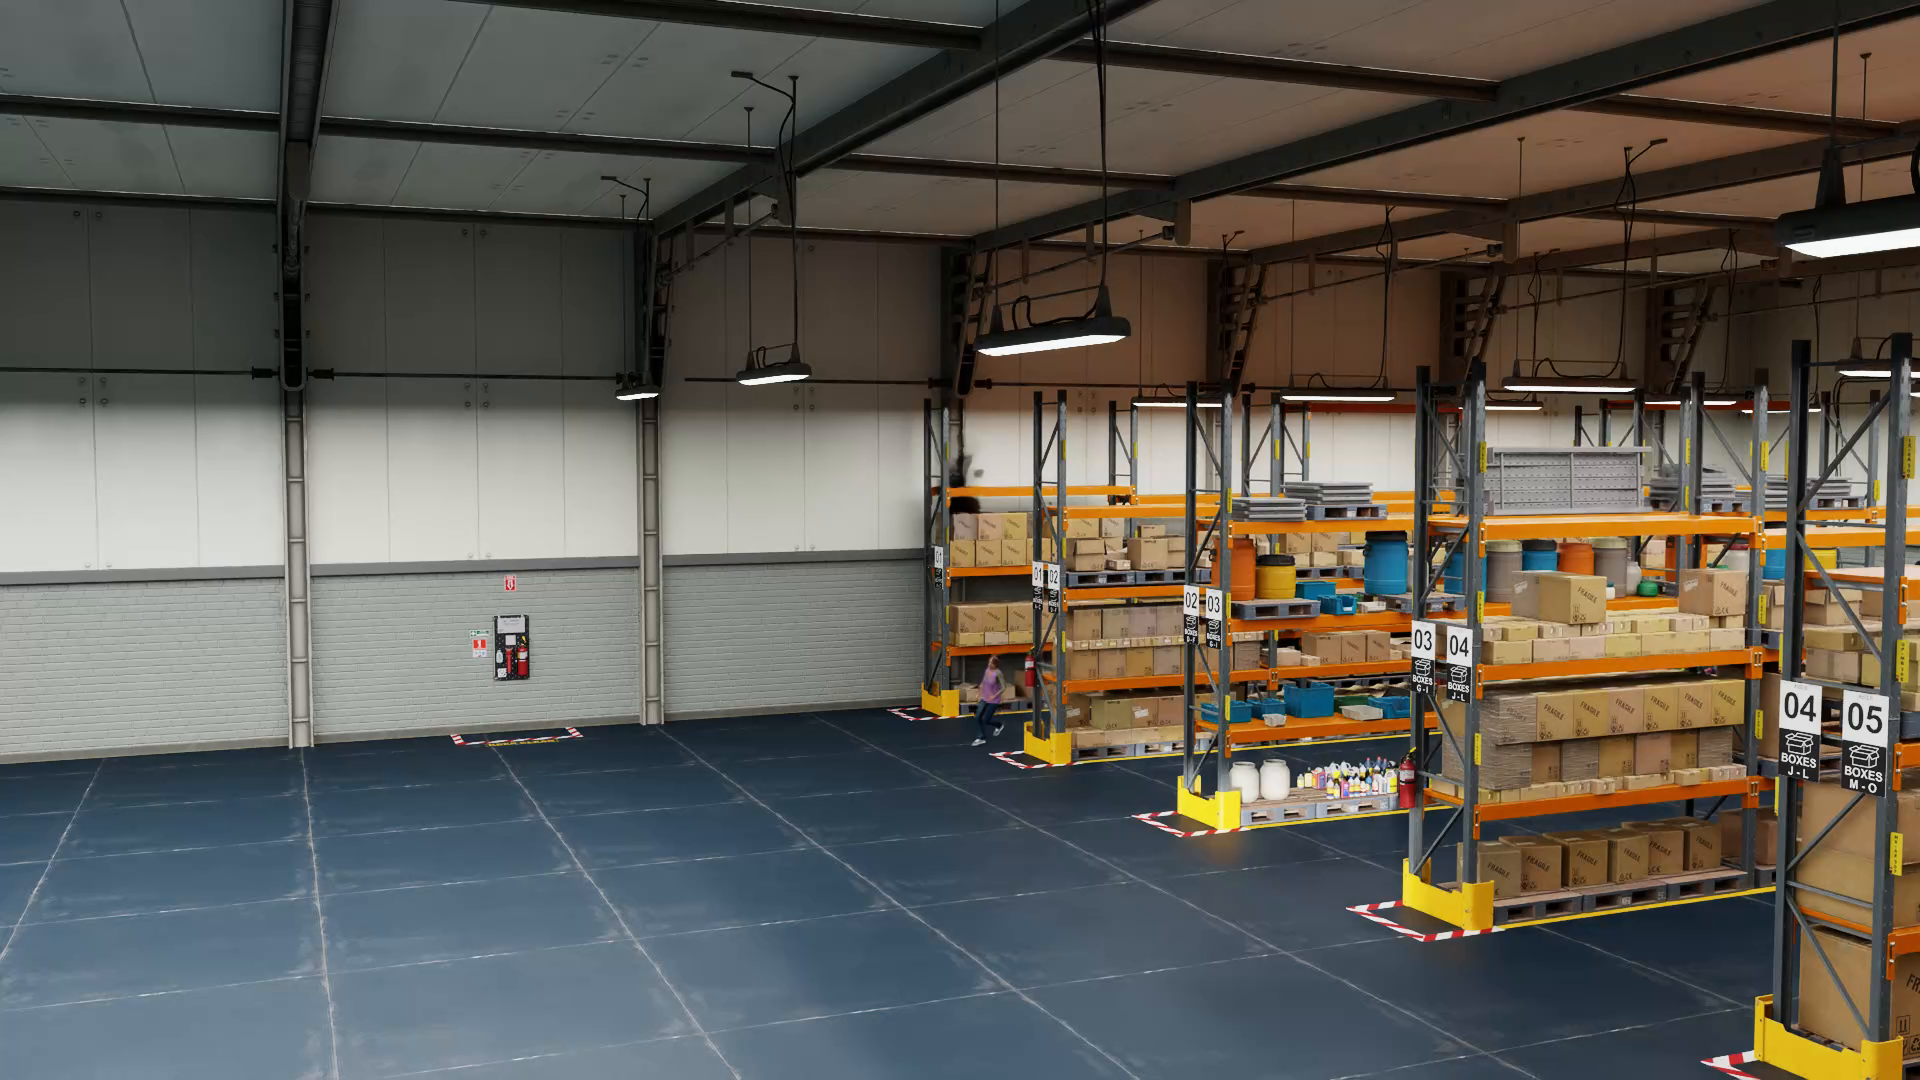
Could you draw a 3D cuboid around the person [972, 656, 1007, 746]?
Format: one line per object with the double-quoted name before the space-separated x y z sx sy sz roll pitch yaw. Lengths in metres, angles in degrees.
"person" 0.567 2.738 28.374 0.615 1.549 0.582 -3 5 -44
